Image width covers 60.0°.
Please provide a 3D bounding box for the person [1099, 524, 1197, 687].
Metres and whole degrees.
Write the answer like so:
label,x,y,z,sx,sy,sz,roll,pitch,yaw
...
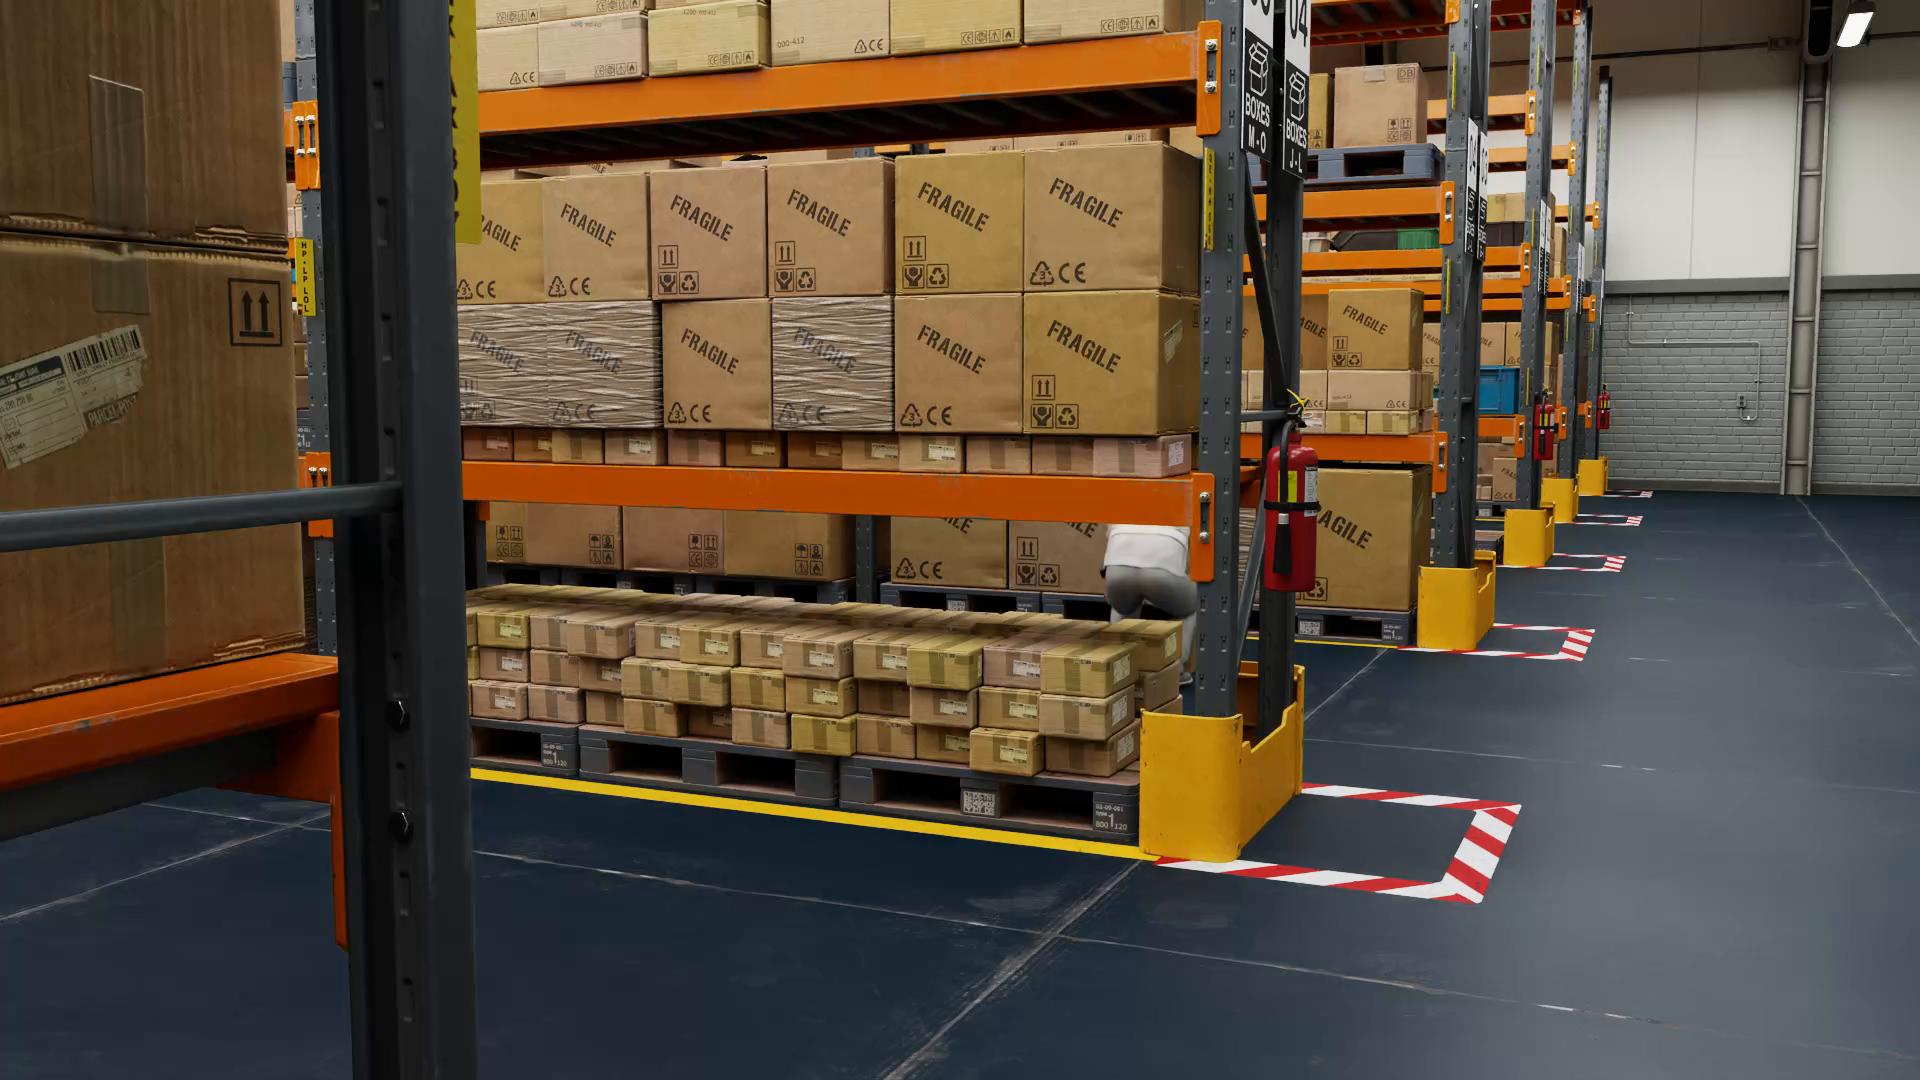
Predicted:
label,x,y,z,sx,sy,sz,roll,pitch,yaw
person,1.040,0.174,9.065,0.576,1.205,0.900,2,6,23
